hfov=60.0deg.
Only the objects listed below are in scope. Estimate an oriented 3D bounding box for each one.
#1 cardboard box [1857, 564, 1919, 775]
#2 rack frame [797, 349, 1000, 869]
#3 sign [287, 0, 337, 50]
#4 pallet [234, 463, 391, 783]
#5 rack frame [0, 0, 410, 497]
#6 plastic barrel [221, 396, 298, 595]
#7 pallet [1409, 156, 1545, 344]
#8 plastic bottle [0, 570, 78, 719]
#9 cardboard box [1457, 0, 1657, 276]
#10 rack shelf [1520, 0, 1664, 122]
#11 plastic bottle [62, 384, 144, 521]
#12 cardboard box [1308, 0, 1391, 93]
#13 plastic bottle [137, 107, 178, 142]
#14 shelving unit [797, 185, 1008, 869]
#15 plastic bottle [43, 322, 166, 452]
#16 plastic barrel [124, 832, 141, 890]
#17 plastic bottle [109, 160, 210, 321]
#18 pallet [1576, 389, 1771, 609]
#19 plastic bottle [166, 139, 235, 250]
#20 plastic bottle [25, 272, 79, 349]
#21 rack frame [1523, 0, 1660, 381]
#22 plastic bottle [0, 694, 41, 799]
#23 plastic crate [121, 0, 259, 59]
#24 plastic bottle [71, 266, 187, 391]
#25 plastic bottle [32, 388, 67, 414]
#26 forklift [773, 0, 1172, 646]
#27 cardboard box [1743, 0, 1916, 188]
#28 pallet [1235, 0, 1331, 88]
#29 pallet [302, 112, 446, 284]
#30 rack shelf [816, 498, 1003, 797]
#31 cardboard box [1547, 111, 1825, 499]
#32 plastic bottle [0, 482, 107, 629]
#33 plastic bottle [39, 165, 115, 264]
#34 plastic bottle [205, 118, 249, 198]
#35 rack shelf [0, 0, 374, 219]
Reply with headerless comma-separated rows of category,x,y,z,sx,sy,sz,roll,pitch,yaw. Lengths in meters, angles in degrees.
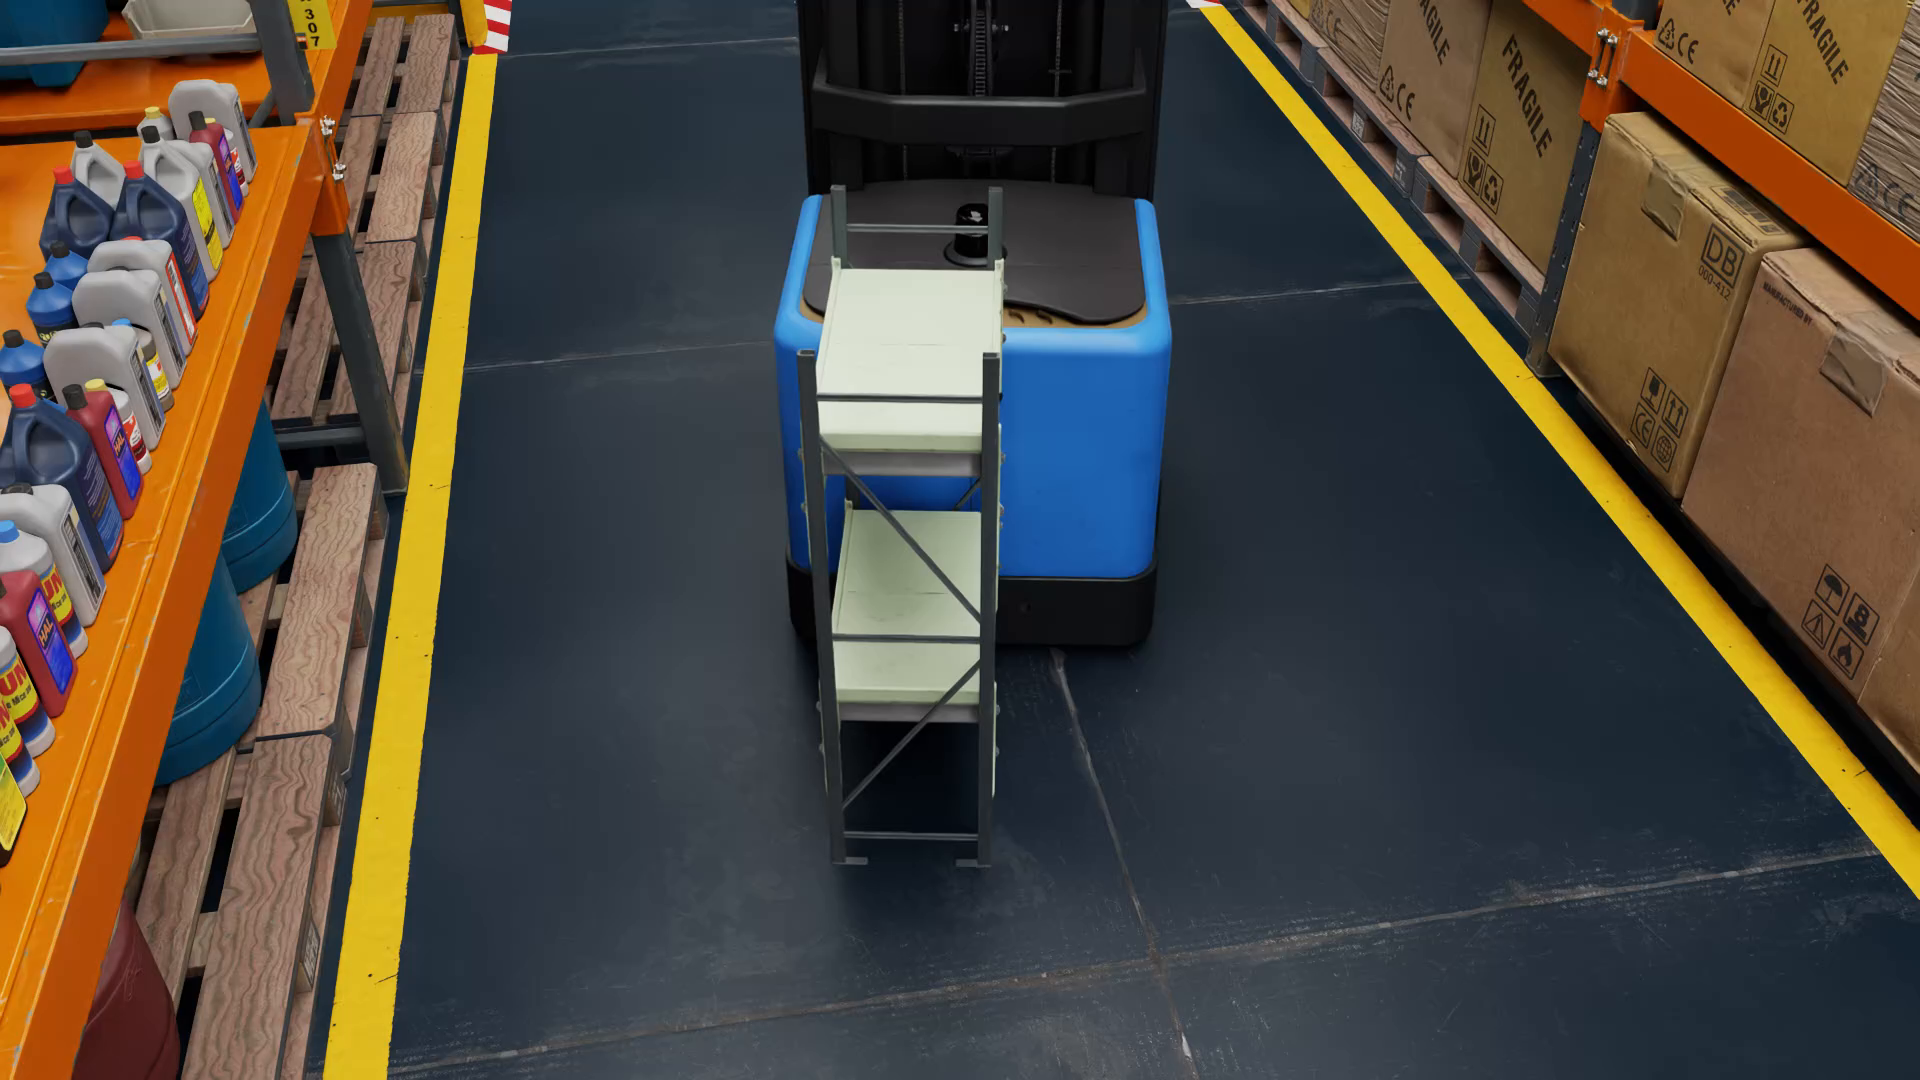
cardboard box,3.017,0.282,3.831,1.225,0.875,0.875,-6,38,-8
rack frame,-0.122,0.225,3.737,0.400,1.500,0.023,1,38,1
sign,-1.770,-1.483,4.489,0.100,0.325,0.005,-6,38,-8
pallet,-2.217,0.256,4.749,1.003,0.211,1.213,-6,38,-8
rack frame,-2.311,-1.316,4.499,1.000,3.000,0.127,-6,38,-8
plastic barrel,-2.233,-0.323,4.589,0.600,0.901,0.708,-6,38,-8
pallet,2.509,-1.215,6.642,1.003,0.211,1.213,-6,38,-8
plastic bottle,-1.525,0.147,2.711,0.061,0.283,0.133,-6,38,-8
cardboard box,2.528,-1.583,6.232,0.875,0.875,0.875,-6,38,-8
rack shelf,2.214,-2.773,6.960,1.077,0.370,4.000,-6,38,-8
plastic bottle,-1.622,-0.185,3.139,0.061,0.283,0.133,-6,38,-8
cardboard box,2.214,-2.664,7.624,0.875,0.875,0.875,-6,38,-8
plastic bottle,-2.044,-1.010,4.267,0.097,0.201,0.097,0,38,0
shelving unit,-0.111,0.001,4.026,0.431,1.500,0.755,1,38,1
plastic bottle,-1.707,-0.317,3.314,0.152,0.276,0.135,-6,38,-8
plastic barrel,-2.098,0.609,3.706,0.421,0.512,0.421,0,38,0
plastic bottle,-1.796,-0.665,3.701,0.144,0.351,0.185,-6,38,-8
pallet,2.774,-0.290,5.451,1.003,0.211,1.213,-6,38,-8
plastic bottle,-1.860,-0.843,3.991,0.152,0.276,0.135,-6,38,-8
plastic bottle,-1.868,-0.431,3.464,0.097,0.271,0.097,0,38,0
rack frame,2.565,-1.849,5.185,1.000,3.000,0.127,-6,38,-8
plastic bottle,-1.506,0.282,2.547,0.097,0.271,0.097,0,38,0
plastic crate,-2.252,-1.532,4.943,0.396,0.136,0.243,-6,38,-8
plastic bottle,-1.748,-0.457,3.495,0.152,0.276,0.135,-6,38,-8
plastic bottle,-1.697,-0.161,3.117,0.097,0.271,0.097,0,38,0
forklift,0.073,-1.735,5.094,1.130,2.935,3.031,1,38,1
cardboard box,2.488,-1.280,4.371,0.500,0.500,0.500,-6,38,-8
pallet,2.081,-2.689,8.539,1.003,0.211,1.213,-6,38,-8
pallet,-2.696,-1.393,6.871,1.003,0.211,1.213,-6,38,-8
rack shelf,-0.111,0.258,4.226,0.431,0.370,0.720,1,38,1
cardboard box,2.697,-0.791,5.213,1.225,0.875,0.875,-6,38,-8
plastic bottle,-1.611,0.015,2.887,0.152,0.276,0.135,-6,38,-8
plastic bottle,-1.938,-0.649,3.681,0.144,0.351,0.185,-6,38,-8
plastic bottle,-1.877,-0.967,4.212,0.097,0.201,0.097,0,38,0
rack shelf,-2.662,-2.240,6.275,1.077,0.370,4.000,-6,38,-8
